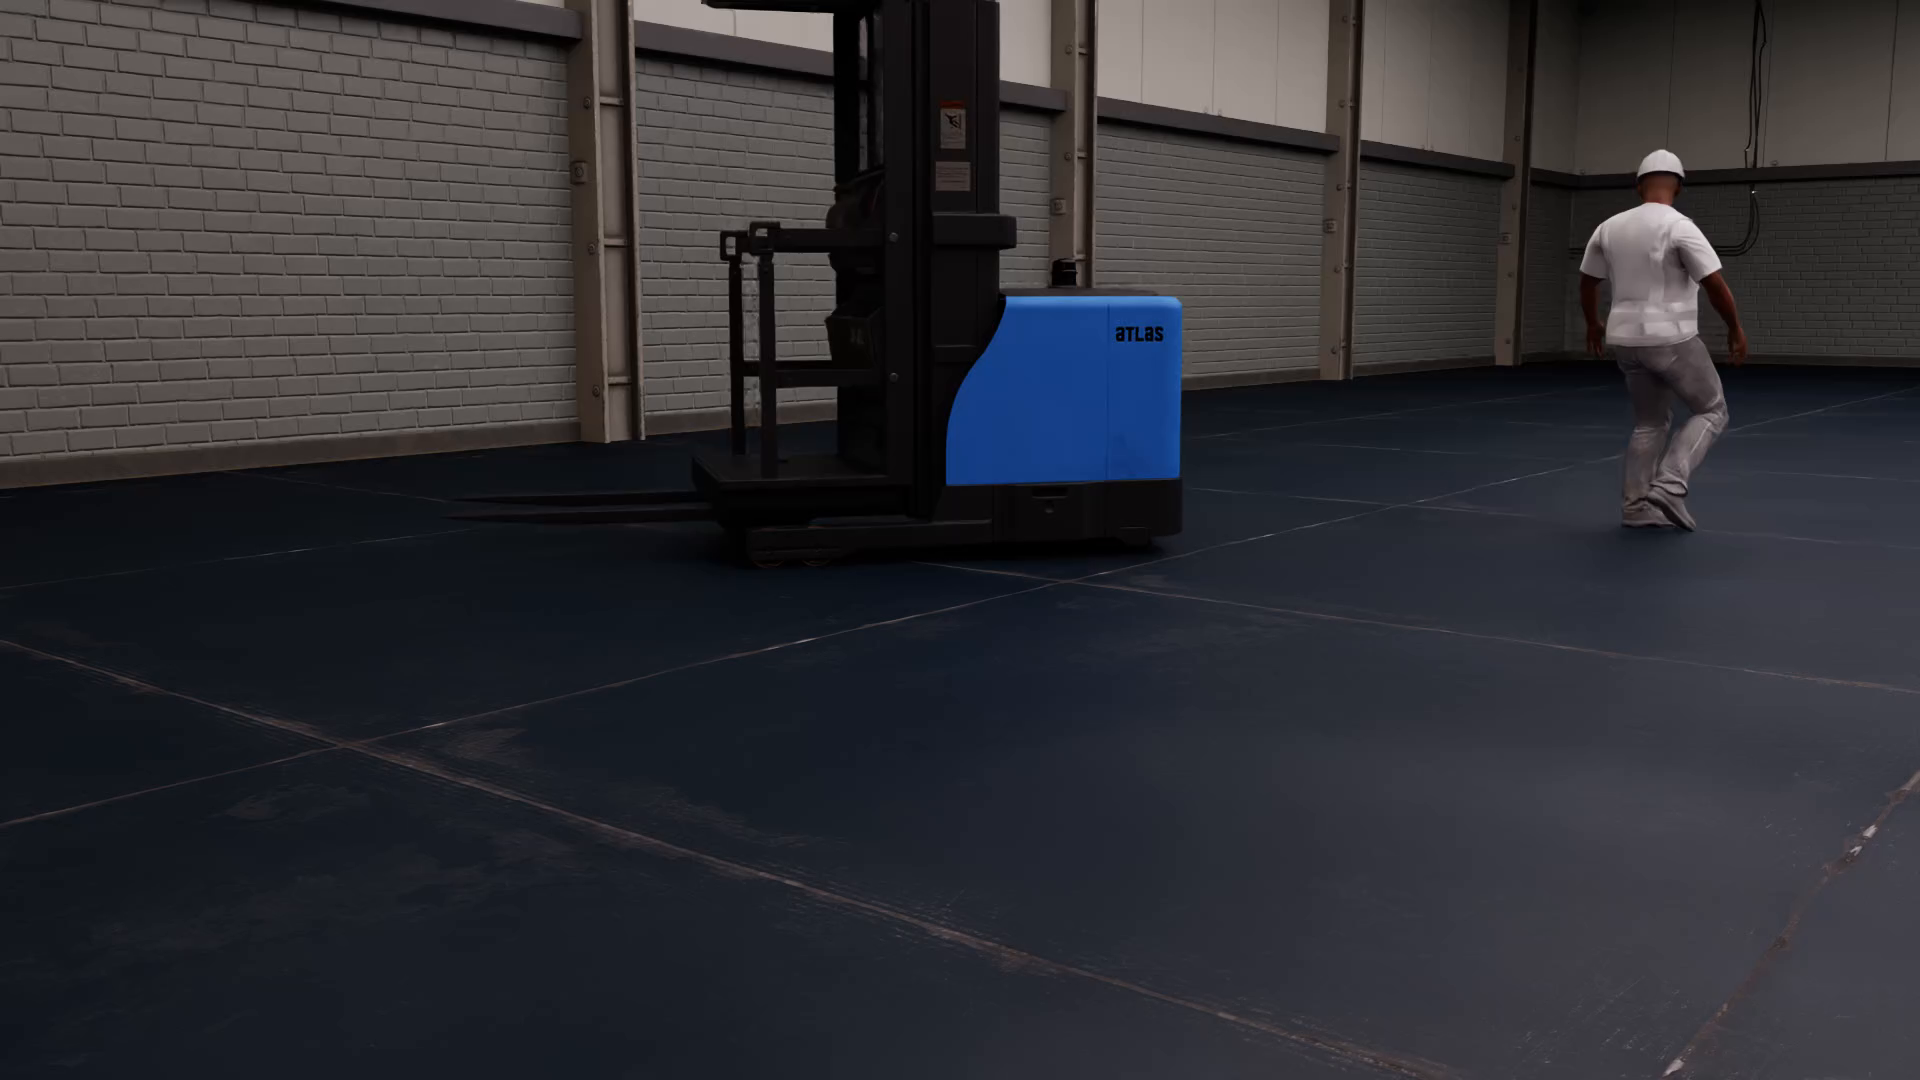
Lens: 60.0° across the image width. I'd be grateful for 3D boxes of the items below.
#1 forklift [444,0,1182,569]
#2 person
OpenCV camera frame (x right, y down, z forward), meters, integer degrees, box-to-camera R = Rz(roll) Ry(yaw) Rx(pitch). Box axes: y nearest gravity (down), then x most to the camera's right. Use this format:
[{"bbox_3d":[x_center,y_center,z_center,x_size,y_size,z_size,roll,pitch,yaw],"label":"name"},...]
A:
[{"bbox_3d":[-0.625,-1.420,6.985,3.031,2.935,1.130,-2,9,-15],"label":"forklift"},{"bbox_3d":[3.237,-0.920,7.744,0.487,1.748,0.838,-3,9,-20],"label":"person"}]
